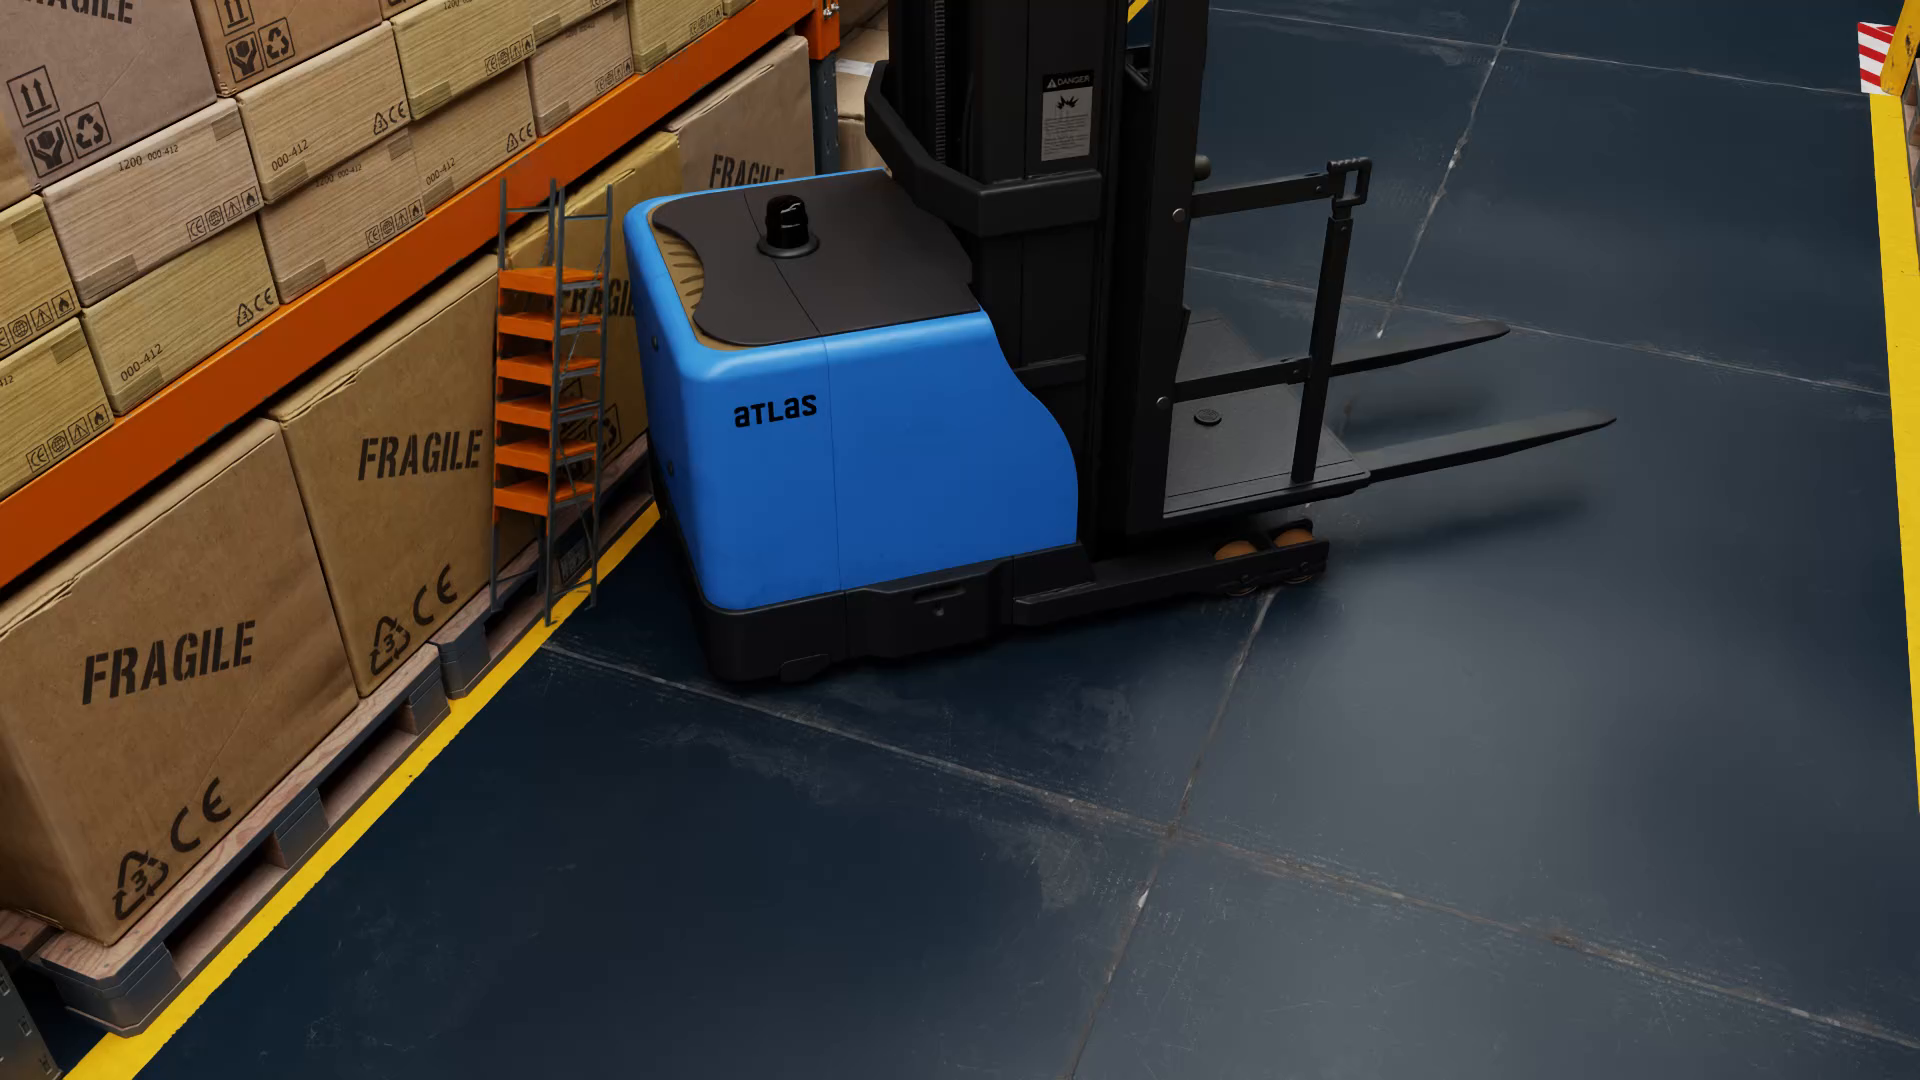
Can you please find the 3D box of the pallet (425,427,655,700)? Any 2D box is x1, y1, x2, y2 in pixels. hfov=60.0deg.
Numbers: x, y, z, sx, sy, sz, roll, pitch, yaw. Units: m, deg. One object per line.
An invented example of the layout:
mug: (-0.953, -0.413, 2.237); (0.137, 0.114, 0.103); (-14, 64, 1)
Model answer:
pallet: (-1.627, -0.075, 5.174); (1.003, 0.211, 1.213); (14, 39, 18)

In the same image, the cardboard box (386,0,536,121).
cardboard box: (-1.437, -1.301, 4.193); (0.500, 0.250, 0.500); (15, 39, 19)

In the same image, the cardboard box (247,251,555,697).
cardboard box: (-1.779, -0.273, 4.534); (0.875, 0.875, 0.875); (14, 39, 18)

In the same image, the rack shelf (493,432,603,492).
rack shelf: (-1.145, -0.220, 4.628); (0.180, 0.103, 0.258); (11, 16, 20)

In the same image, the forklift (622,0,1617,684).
forklift: (0.597, -1.293, 4.532); (3.031, 2.935, 1.130); (-11, 38, -15)

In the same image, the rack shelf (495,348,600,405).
rack shelf: (-1.122, -0.450, 4.567); (0.180, 0.103, 0.258); (11, 16, 20)

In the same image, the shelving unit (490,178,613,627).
shelving unit: (-1.129, -0.378, 4.586); (0.189, 1.200, 0.258); (11, 16, 20)

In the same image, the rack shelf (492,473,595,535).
rack shelf: (-1.157, -0.104, 4.659); (0.180, 0.103, 0.258); (11, 16, 20)

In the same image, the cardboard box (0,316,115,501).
cardboard box: (-2.043, -0.253, 3.209); (0.500, 0.250, 0.500); (13, 39, 17)

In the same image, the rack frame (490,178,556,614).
rack frame: (-1.214, -0.394, 4.617); (0.006, 1.200, 0.240); (11, 16, 20)

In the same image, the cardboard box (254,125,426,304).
cardboard box: (-1.659, -0.831, 3.981); (0.500, 0.250, 0.500); (15, 39, 19)

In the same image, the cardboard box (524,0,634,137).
cardboard box: (-1.282, -1.392, 4.732); (0.500, 0.250, 0.500); (13, 39, 17)

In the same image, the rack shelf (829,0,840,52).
rack shelf: (-0.179, -3.134, 7.538); (1.077, 0.370, 4.000); (14, 39, 18)

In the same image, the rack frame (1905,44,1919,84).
rack frame: (5.174, -3.400, 7.294); (1.000, 3.000, 0.127); (14, 39, 18)

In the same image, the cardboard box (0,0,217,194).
cardboard box: (-1.868, -1.034, 3.210); (0.500, 0.500, 0.500); (14, 39, 18)

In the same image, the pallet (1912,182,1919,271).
pallet: (4.377, -1.127, 6.581); (1.003, 0.211, 1.213); (14, 39, 18)

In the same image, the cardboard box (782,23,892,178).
cardboard box: (-0.602, -1.780, 6.915); (0.875, 0.438, 0.875); (13, 39, 17)

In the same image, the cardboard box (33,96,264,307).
cardboard box: (-1.843, -0.750, 3.456); (0.500, 0.250, 0.500); (15, 39, 19)

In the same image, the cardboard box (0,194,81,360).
cardboard box: (-2.041, -0.464, 3.073); (0.500, 0.250, 0.500); (14, 39, 17)

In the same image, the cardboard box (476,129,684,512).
cardboard box: (-1.439, -0.768, 5.196); (0.875, 0.875, 0.875); (15, 39, 19)

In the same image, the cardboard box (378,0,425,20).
cardboard box: (-1.462, -1.596, 3.961); (0.500, 0.500, 0.500); (14, 39, 18)

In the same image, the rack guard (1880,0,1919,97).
rack guard: (5.145, -2.357, 7.986); (1.175, 0.500, 0.348); (14, 39, 18)

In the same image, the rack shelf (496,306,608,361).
rack shelf: (-1.111, -0.566, 4.536); (0.180, 0.103, 0.258); (11, 16, 20)

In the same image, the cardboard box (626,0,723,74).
cardboard box: (-1.072, -1.667, 5.100); (0.500, 0.250, 0.500); (13, 39, 17)

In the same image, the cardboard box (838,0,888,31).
cardboard box: (-0.262, -2.275, 7.578); (0.875, 0.438, 0.875); (13, 39, 16)

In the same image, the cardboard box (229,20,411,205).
cardboard box: (-1.642, -1.023, 3.821); (0.500, 0.250, 0.500); (14, 39, 18)

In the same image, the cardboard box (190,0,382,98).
cardboard box: (-1.657, -1.317, 3.588); (0.500, 0.500, 0.500); (15, 39, 19)

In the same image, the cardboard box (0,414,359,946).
cardboard box: (-2.122, 0.220, 3.875); (0.875, 0.875, 0.875); (14, 39, 17)

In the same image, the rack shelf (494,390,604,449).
rack shelf: (-1.134, -0.335, 4.598); (0.180, 0.103, 0.258); (11, 16, 20)

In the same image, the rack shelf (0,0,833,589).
rack shelf: (-1.701, -0.919, 4.575); (1.077, 0.370, 4.000); (14, 39, 18)

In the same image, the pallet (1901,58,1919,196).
pallet: (4.842, -1.800, 7.482); (1.003, 0.211, 1.213); (14, 39, 18)

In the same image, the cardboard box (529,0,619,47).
cardboard box: (-1.258, -1.589, 4.577); (0.500, 0.250, 0.500); (15, 39, 19)

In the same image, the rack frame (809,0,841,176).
rack frame: (-0.940, -2.314, 5.841); (1.000, 3.000, 0.127); (14, 39, 18)

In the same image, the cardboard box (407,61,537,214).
cardboard box: (-1.475, -1.105, 4.348); (0.500, 0.250, 0.500); (14, 39, 18)

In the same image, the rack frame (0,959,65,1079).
rack frame: (-2.462, -0.100, 2.878); (1.000, 3.000, 0.127); (14, 39, 18)

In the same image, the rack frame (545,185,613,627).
rack frame: (-1.045, -0.361, 4.555); (0.006, 1.200, 0.240); (11, 16, 20)

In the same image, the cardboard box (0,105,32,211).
cardboard box: (-2.048, -0.758, 2.840); (0.500, 0.500, 0.500); (13, 39, 16)

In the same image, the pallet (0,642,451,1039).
pallet: (-2.092, 0.598, 4.274); (1.003, 0.211, 1.213); (14, 39, 18)

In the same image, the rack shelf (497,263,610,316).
rack shelf: (-1.099, -0.681, 4.506); (0.180, 0.103, 0.258); (11, 16, 20)

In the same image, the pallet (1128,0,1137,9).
pallet: (0.350, -2.952, 9.023); (1.003, 0.211, 1.213); (14, 39, 18)

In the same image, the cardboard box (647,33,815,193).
cardboard box: (-1.102, -1.270, 5.868); (0.875, 0.875, 0.875); (15, 39, 19)

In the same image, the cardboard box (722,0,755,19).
cardboard box: (-0.878, -1.949, 5.477); (0.500, 0.250, 0.500); (13, 39, 17)

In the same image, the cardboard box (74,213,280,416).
cardboard box: (-1.864, -0.542, 3.594); (0.500, 0.250, 0.500); (13, 39, 16)
